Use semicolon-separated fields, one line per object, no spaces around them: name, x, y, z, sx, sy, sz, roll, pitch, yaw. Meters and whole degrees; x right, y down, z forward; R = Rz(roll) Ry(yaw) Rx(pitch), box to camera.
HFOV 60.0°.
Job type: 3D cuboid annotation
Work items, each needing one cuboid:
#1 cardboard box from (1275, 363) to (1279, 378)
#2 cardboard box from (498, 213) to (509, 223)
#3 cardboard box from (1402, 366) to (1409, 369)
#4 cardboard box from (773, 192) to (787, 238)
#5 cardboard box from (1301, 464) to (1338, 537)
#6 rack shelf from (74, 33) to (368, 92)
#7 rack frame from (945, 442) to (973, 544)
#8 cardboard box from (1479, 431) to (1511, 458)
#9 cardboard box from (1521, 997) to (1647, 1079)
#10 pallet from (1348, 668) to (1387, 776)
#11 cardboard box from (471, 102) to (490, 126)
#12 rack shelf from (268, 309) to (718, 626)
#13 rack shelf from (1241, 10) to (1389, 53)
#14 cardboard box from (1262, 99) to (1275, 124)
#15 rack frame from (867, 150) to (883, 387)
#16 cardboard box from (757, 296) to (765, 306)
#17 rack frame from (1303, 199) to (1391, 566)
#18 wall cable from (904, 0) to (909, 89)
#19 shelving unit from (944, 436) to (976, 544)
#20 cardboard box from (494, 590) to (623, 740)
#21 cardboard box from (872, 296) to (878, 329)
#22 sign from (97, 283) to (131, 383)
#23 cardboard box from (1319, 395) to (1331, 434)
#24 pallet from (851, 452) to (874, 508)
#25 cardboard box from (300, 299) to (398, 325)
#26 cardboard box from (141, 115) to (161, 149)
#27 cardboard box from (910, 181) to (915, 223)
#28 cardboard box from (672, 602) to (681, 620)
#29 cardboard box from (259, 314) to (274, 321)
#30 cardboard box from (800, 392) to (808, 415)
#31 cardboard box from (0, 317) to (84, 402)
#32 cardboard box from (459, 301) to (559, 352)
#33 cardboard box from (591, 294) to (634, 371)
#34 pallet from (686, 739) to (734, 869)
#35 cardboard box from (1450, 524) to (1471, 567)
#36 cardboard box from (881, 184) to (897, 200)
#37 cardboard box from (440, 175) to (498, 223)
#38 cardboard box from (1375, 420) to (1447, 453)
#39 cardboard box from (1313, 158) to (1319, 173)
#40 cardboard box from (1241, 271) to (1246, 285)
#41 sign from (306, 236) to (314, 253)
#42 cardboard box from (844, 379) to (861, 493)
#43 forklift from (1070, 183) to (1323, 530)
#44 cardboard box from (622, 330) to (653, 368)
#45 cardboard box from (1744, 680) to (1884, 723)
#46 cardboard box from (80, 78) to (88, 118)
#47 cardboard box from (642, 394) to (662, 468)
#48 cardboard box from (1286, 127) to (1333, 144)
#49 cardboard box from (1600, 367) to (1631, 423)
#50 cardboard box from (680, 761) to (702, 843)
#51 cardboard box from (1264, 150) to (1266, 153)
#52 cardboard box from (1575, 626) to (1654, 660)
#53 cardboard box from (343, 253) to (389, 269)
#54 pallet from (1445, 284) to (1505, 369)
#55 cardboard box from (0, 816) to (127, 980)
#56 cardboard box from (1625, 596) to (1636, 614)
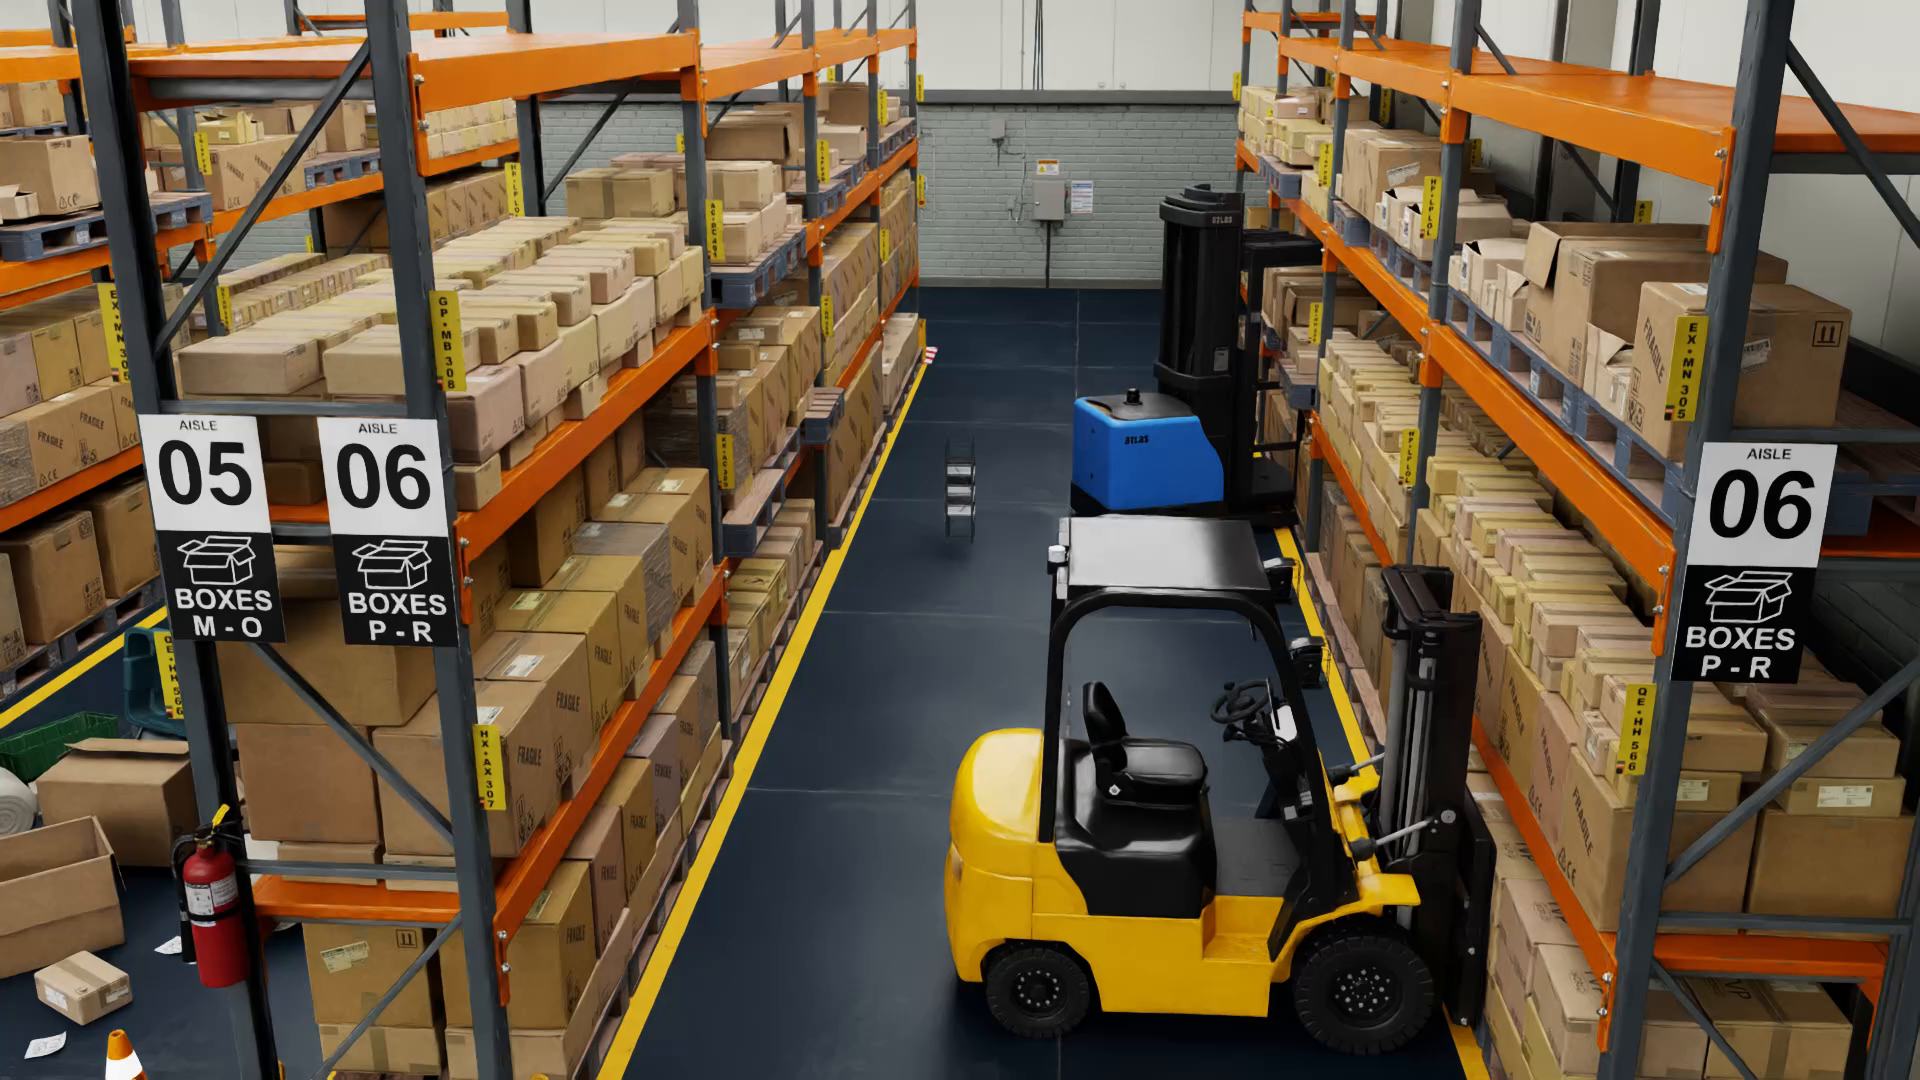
cardboard box;3.364;-1.699;16.612;0.380;0.149;0.250;0;18;1
cardboard box;-5.800;-3.740;20.381;0.500;0.500;0.500;1;18;3
cardboard box;3.585;-1.203;12.717;0.500;0.250;0.500;2;18;5
cardboard box;-1.407;-2.091;10.736;0.500;0.250;0.500;1;18;3
cardboard box;3.156;-0.331;13.955;0.500;0.500;0.500;2;18;6
rack shelf;-6.413;-4.312;14.928;1.077;0.370;4.000;1;18;4
rack frame;-0.007;-0.399;14.194;0.240;0.900;0.006;1;18;4
cardboard box;3.382;-0.560;10.114;0.380;0.149;0.250;1;18;4
cardboard box;2.489;2.013;6.401;0.500;0.250;0.500;1;18;3
pallet;3.067;1.155;10.560;1.003;0.211;1.213;1;18;4
cardboard box;-5.837;-4.981;19.429;0.500;0.250;0.500;2;18;5
rack shelf;-2.042;-0.513;7.508;1.077;0.370;4.000;1;18;4
rack shelf;3.770;-5.554;18.081;1.077;0.370;4.000;1;18;4
cardboard box;3.450;-4.478;17.416;0.500;0.250;0.500;1;18;3
rack frame;-1.325;-2.535;17.342;1.000;3.000;0.127;1;18;4
cardboard box;-1.835;-1.982;13.887;0.500;0.500;0.500;1;18;2
rack frame;3.340;-1.183;13.216;1.000;3.000;0.127;1;18;4
wall cable;-0.911;-8.401;25.610;0.463;3.000;0.029;1;18;4
shelving unit;0.001;-0.430;14.291;0.258;0.900;0.210;1;18;4
cardboard box;-1.805;0.543;7.310;0.500;0.500;0.500;1;18;3
cardboard box;-1.106;-2.319;16.923;0.500;0.250;0.500;1;18;3
sign;-2.737;-0.673;5.419;0.100;0.325;0.005;1;18;4
cardboard box;3.064;-0.979;12.835;0.500;0.250;0.500;1;18;4
pallet;-1.390;-0.588;15.880;1.003;0.211;1.213;1;18;4
cardboard box;-2.329;-0.841;6.478;0.380;0.149;0.250;1;18;4
cardboard box;-6.786;-3.340;13.591;0.396;0.266;0.258;1;18;4
cardboard box;-0.835;-4.145;20.489;0.500;0.500;0.500;2;18;6
cardboard box;-1.725;0.333;8.994;0.380;0.149;0.250;1;18;4
cardboard box;-6.288;-1.906;14.674;0.380;0.149;0.250;1;18;2
cardboard box;-1.347;-1.024;12.458;0.380;0.149;0.250;0;18;1
cardboard box;-6.704;-1.280;11.745;0.700;0.500;0.500;1;18;3
cardboard box;-1.782;-0.830;6.444;0.380;0.149;0.250;1;18;4
cardboard box;-1.769;-0.929;7.388;0.500;0.250;0.500;2;18;5
pallet;-1.911;1.484;9.554;1.003;0.211;1.213;1;18;4
cardboard box;2.668;0.034;8.300;0.380;0.149;0.250;2;18;5
cardboard box;-0.915;-3.931;18.793;0.380;0.149;0.250;1;18;4
cardboard box;-5.832;-4.054;19.733;0.500;0.500;0.500;2;18;7
cardboard box;2.813;-0.647;10.379;0.380;0.149;0.250;1;18;2
cardboard box;3.243;-3.241;14.280;0.380;0.149;0.250;2;18;6
cardboard box;3.474;-3.053;19.327;0.380;0.149;0.250;1;18;2
sign;-6.811;-3.035;17.478;0.100;0.325;0.005;1;18;4
cardboard box;-1.411;-0.972;15.310;0.875;0.875;0.875;2;18;5
forklift;2.578;-1.636;14.708;3.031;2.935;1.130;-5;19;-16
cardboard box;-1.705;-0.932;8.037;0.380;0.149;0.250;2;18;5
cardboard box;3.085;0.624;6.022;0.380;0.149;0.250;2;18;6
cardboard box;-11.067;-5.384;20.223;0.700;0.500;0.500;1;18;2
cardboard box;-2.094;-0.587;10.085;0.500;0.500;0.500;1;18;3
cardboard box;3.144;-3.635;14.973;0.380;0.149;0.250;1;18;4
cardboard box;2.523;-0.515;5.930;0.380;0.149;0.250;1;18;2
cardboard box;-1.701;1.412;9.038;0.500;0.250;0.500;1;18;2
cardboard box;3.428;-4.085;17.658;0.380;0.149;0.250;1;18;4
cardboard box;2.652;0.454;6.541;0.380;0.149;0.250;1;18;4
cardboard box;-6.103;-2.848;17.070;0.380;0.149;0.250;2;18;6
pallet;3.018;-1.058;8.161;1.003;0.211;1.213;1;18;4
cardboard box;-4.584;1.776;8.194;0.797;0.503;0.637;-13;22;-34
cardboard box;3.176;0.288;7.525;0.380;0.149;0.250;1;18;2
